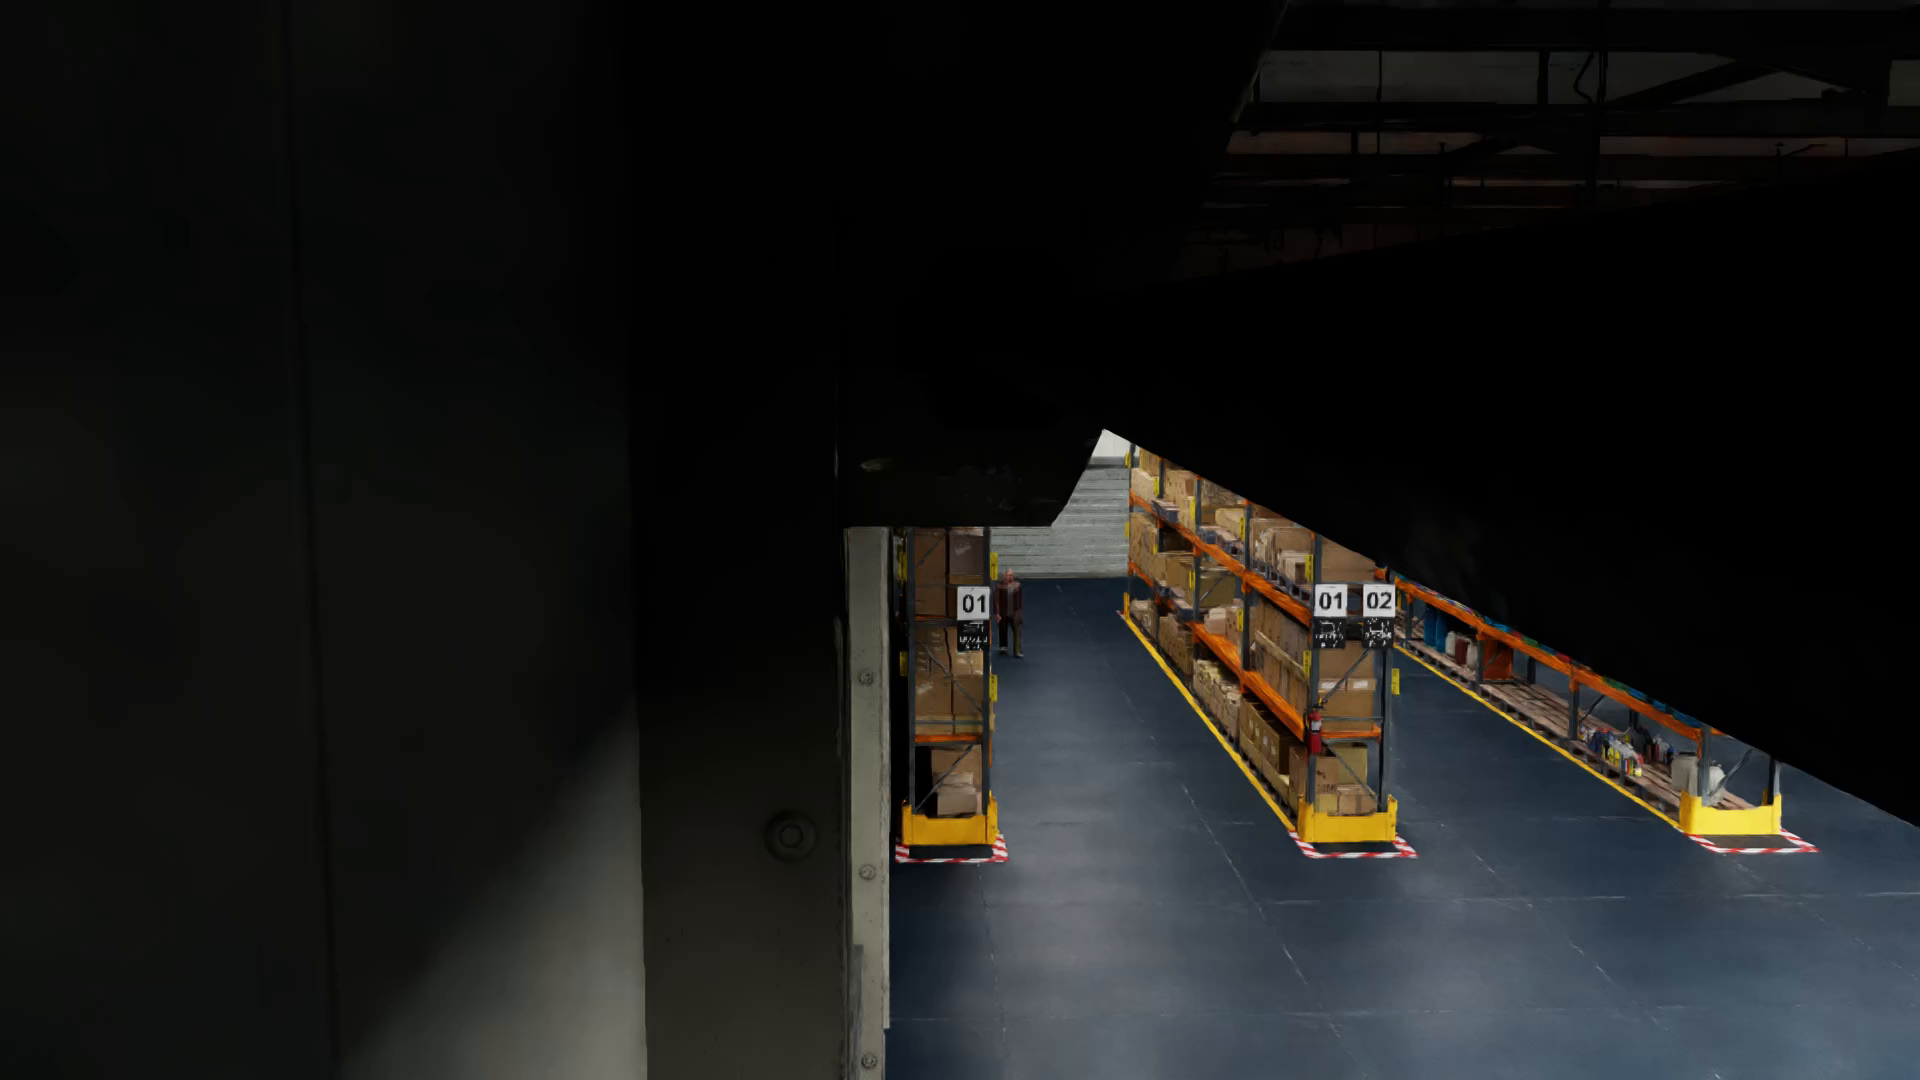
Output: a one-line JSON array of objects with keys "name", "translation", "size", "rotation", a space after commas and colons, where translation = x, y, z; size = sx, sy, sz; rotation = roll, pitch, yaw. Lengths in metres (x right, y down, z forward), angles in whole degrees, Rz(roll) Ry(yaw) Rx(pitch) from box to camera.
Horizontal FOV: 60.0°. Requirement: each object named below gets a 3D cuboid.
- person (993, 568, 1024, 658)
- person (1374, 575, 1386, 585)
[{"name": "person", "translation": [0.940, 1.377, 31.955], "size": [0.601, 1.696, 1.184], "rotation": [0, 7, -4]}, {"name": "person", "translation": [8.817, 0.911, 35.459], "size": [0.582, 1.685, 0.988], "rotation": [3, 8, 19]}]
